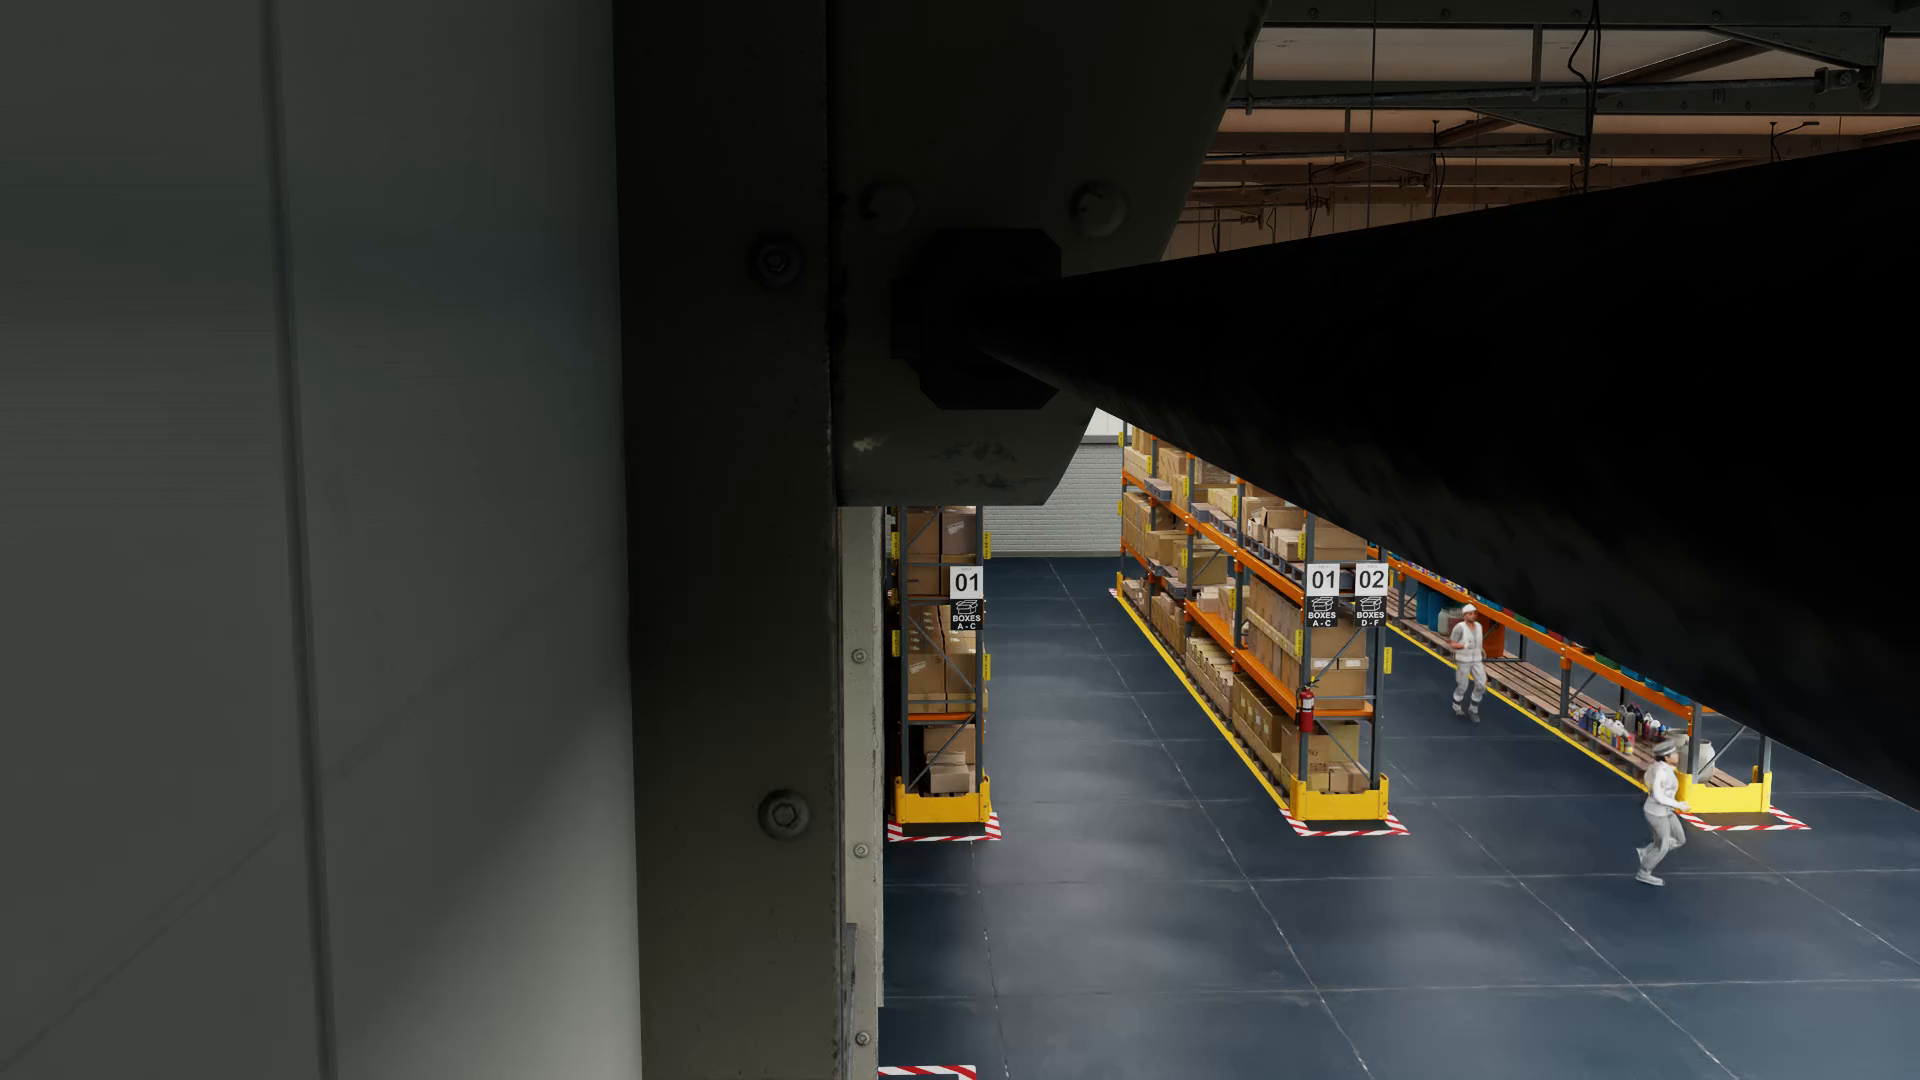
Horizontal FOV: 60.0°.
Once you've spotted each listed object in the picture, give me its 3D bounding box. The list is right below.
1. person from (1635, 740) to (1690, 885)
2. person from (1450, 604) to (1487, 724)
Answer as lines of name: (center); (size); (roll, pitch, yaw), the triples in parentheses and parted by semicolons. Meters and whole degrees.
person: (7.691, 2.985, 18.161); (0.511, 1.641, 0.624); (4, 9, 26)
person: (7.779, 1.890, 25.371); (0.632, 1.824, 0.705); (-1, 8, -10)
